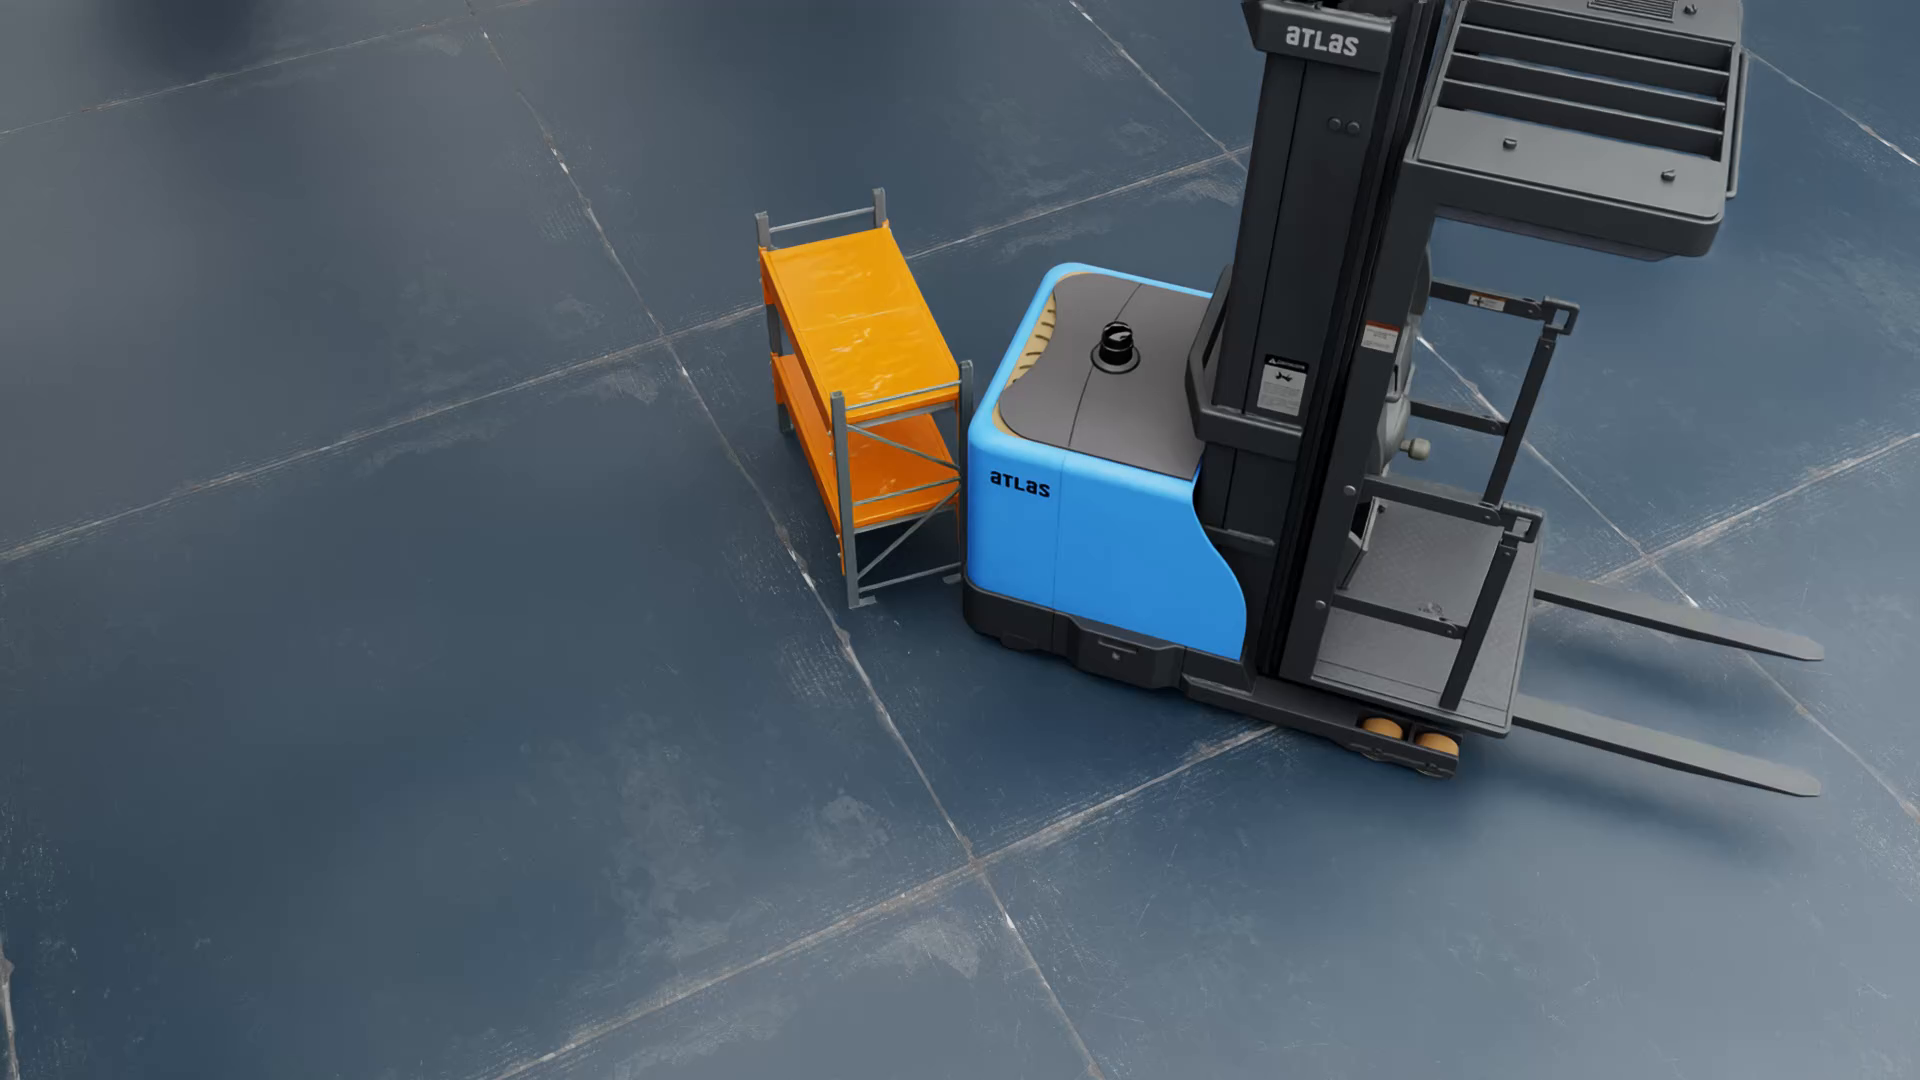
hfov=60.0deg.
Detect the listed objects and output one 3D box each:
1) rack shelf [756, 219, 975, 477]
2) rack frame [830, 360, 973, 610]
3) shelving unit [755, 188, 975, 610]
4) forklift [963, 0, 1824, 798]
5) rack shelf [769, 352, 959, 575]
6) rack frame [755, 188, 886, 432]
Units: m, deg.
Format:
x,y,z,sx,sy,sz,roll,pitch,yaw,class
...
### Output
x,y,z,sx,sy,sz,roll,pitch,yaw,class
-0.361,-0.729,6.144,0.538,0.278,1.000,-14,50,-12,rack shelf
-0.196,-0.174,6.047,0.500,1.125,0.032,-14,50,-12,rack frame
-0.361,-0.536,6.364,0.538,1.125,1.048,-14,50,-12,shelving unit
1.584,-0.580,5.203,3.031,2.935,1.130,15,51,13,forklift
-0.361,-0.375,6.548,0.538,0.278,1.000,-14,50,-12,rack shelf
-0.525,-0.898,6.681,0.500,1.125,0.032,-14,50,-12,rack frame
